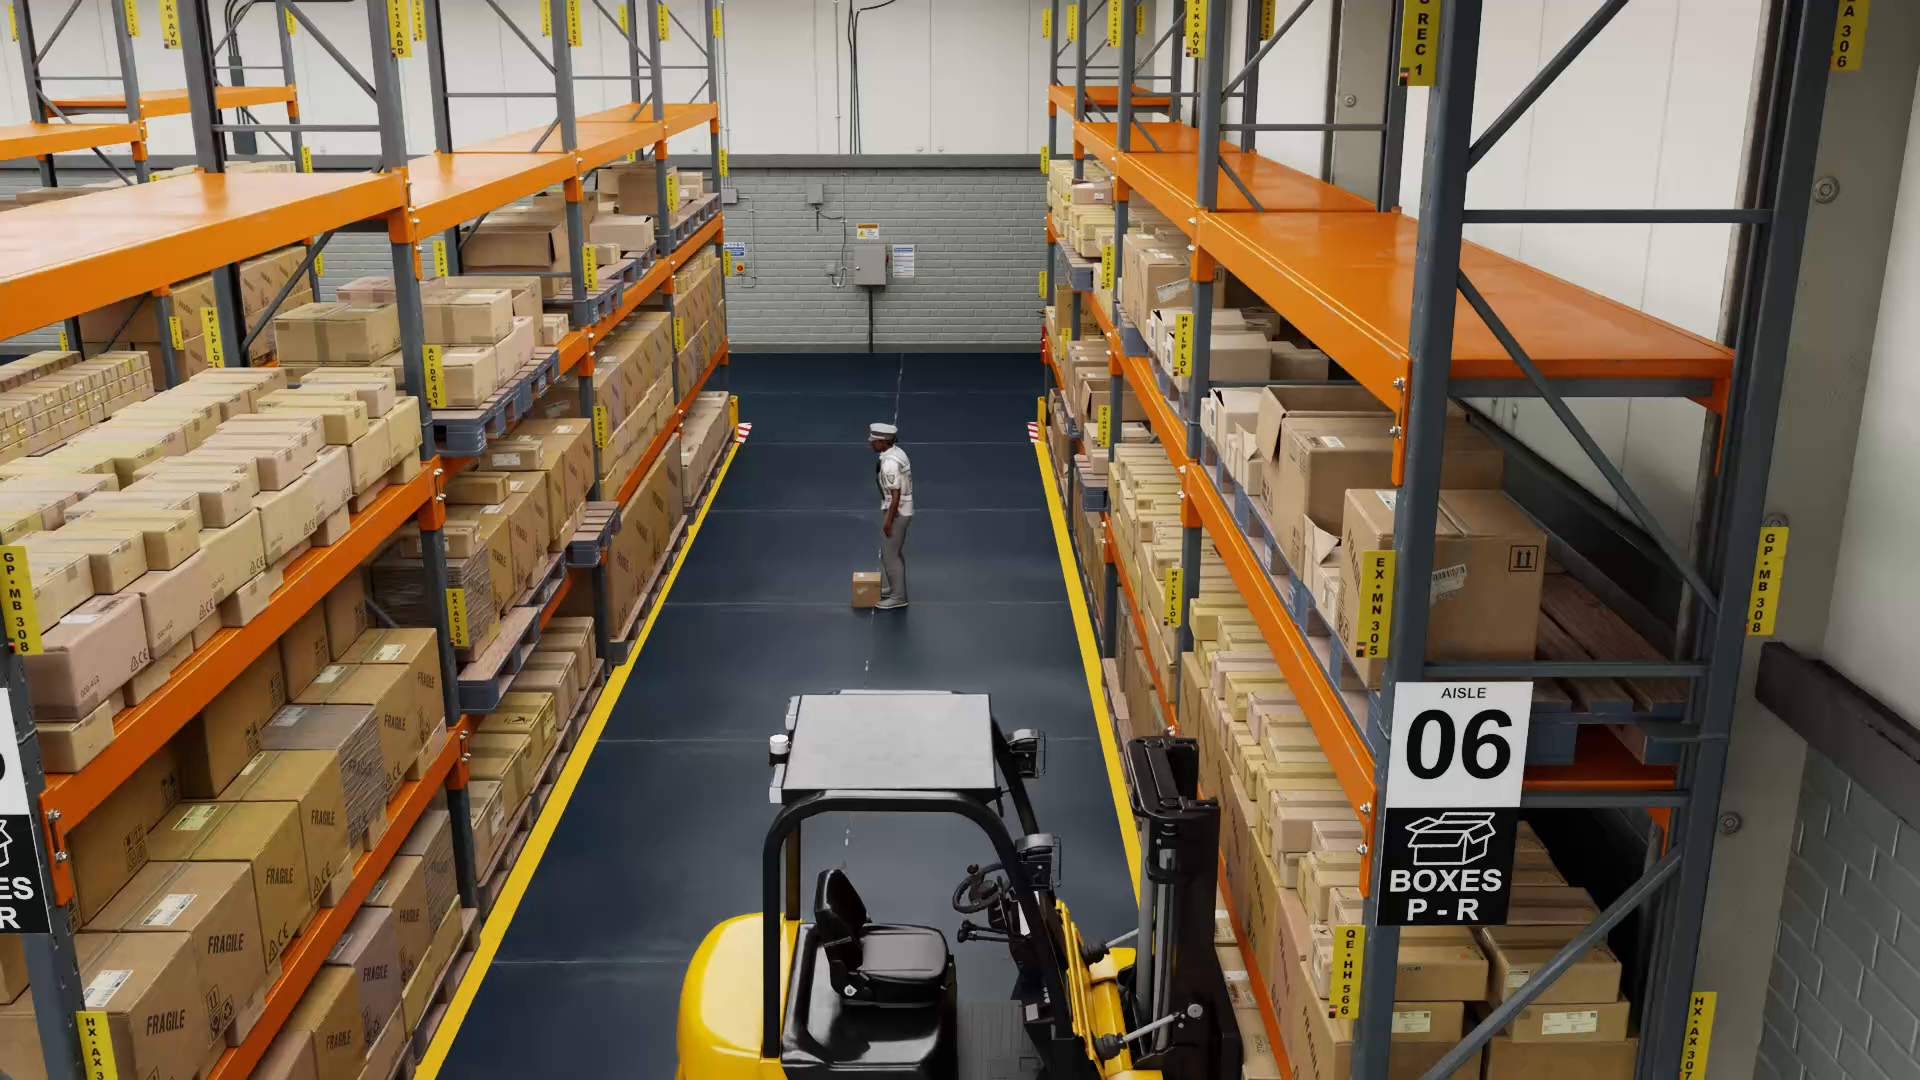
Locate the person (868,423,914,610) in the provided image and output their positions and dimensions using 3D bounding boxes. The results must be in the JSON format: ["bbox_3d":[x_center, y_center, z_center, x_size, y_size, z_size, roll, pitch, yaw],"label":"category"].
[{"bbox_3d":[-0.606,-0.225,14.797,0.399,1.657,0.512,0,17,0],"label":"person"}]
